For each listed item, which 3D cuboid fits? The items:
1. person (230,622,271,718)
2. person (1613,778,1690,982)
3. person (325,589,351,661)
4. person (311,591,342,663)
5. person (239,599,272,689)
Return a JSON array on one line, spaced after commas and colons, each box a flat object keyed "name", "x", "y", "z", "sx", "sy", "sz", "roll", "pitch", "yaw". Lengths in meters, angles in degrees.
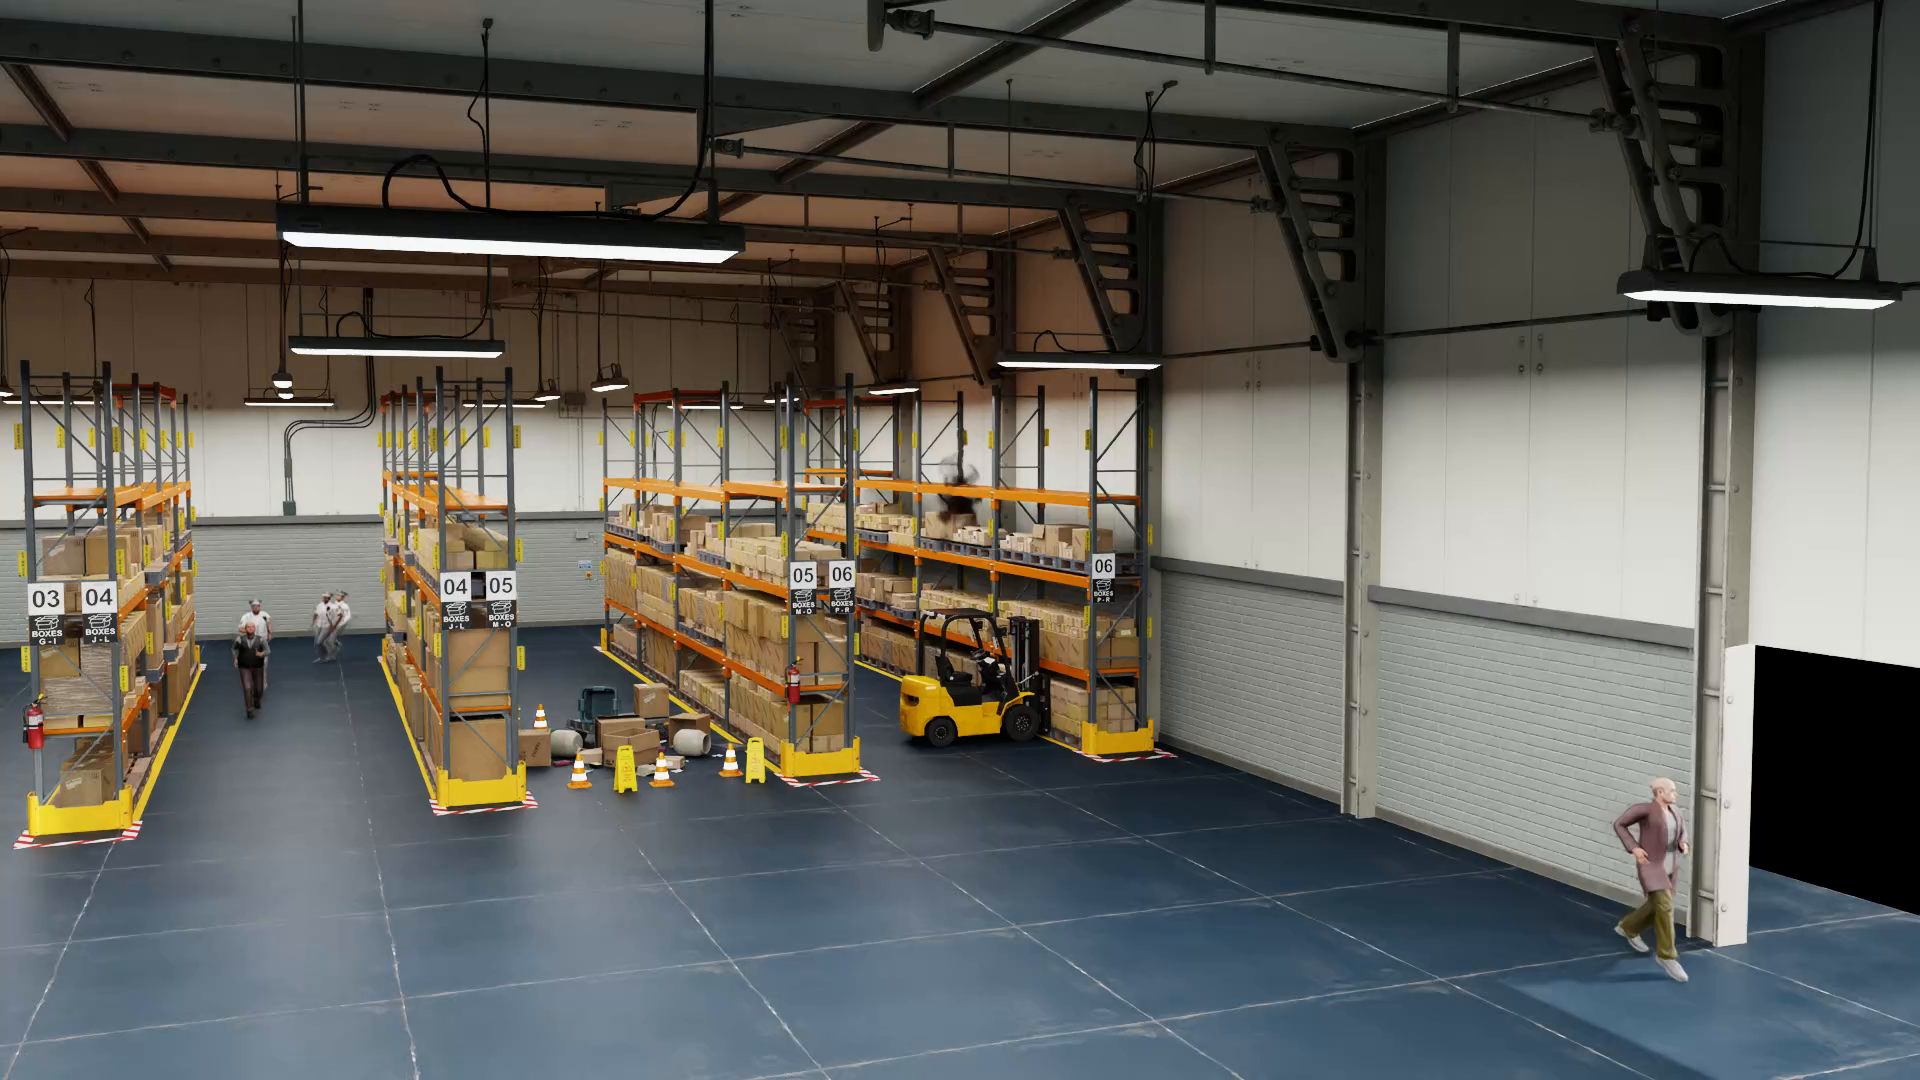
[{"name": "person", "x": -12.828, "y": 2.331, "z": 30.092, "sx": 0.666, "sy": 1.697, "sz": 0.930, "roll": -2, "pitch": 4, "yaw": -26}, {"name": "person", "x": 6.680, "y": 3.156, "z": 15.857, "sx": 0.710, "sy": 1.782, "sz": 1.047, "roll": -2, "pitch": 4, "yaw": -28}, {"name": "person", "x": -14.097, "y": 1.924, "z": 37.708, "sx": 0.647, "sy": 1.619, "sz": 0.514, "roll": 2, "pitch": 4, "yaw": 25}, {"name": "person", "x": -14.184, "y": 1.946, "z": 37.115, "sx": 0.645, "sy": 1.630, "sz": 0.566, "roll": 1, "pitch": 4, "yaw": 16}, {"name": "person", "x": -14.211, "y": 2.073, "z": 33.598, "sx": 0.659, "sy": 1.791, "sz": 0.966, "roll": -2, "pitch": 4, "yaw": -29}]
